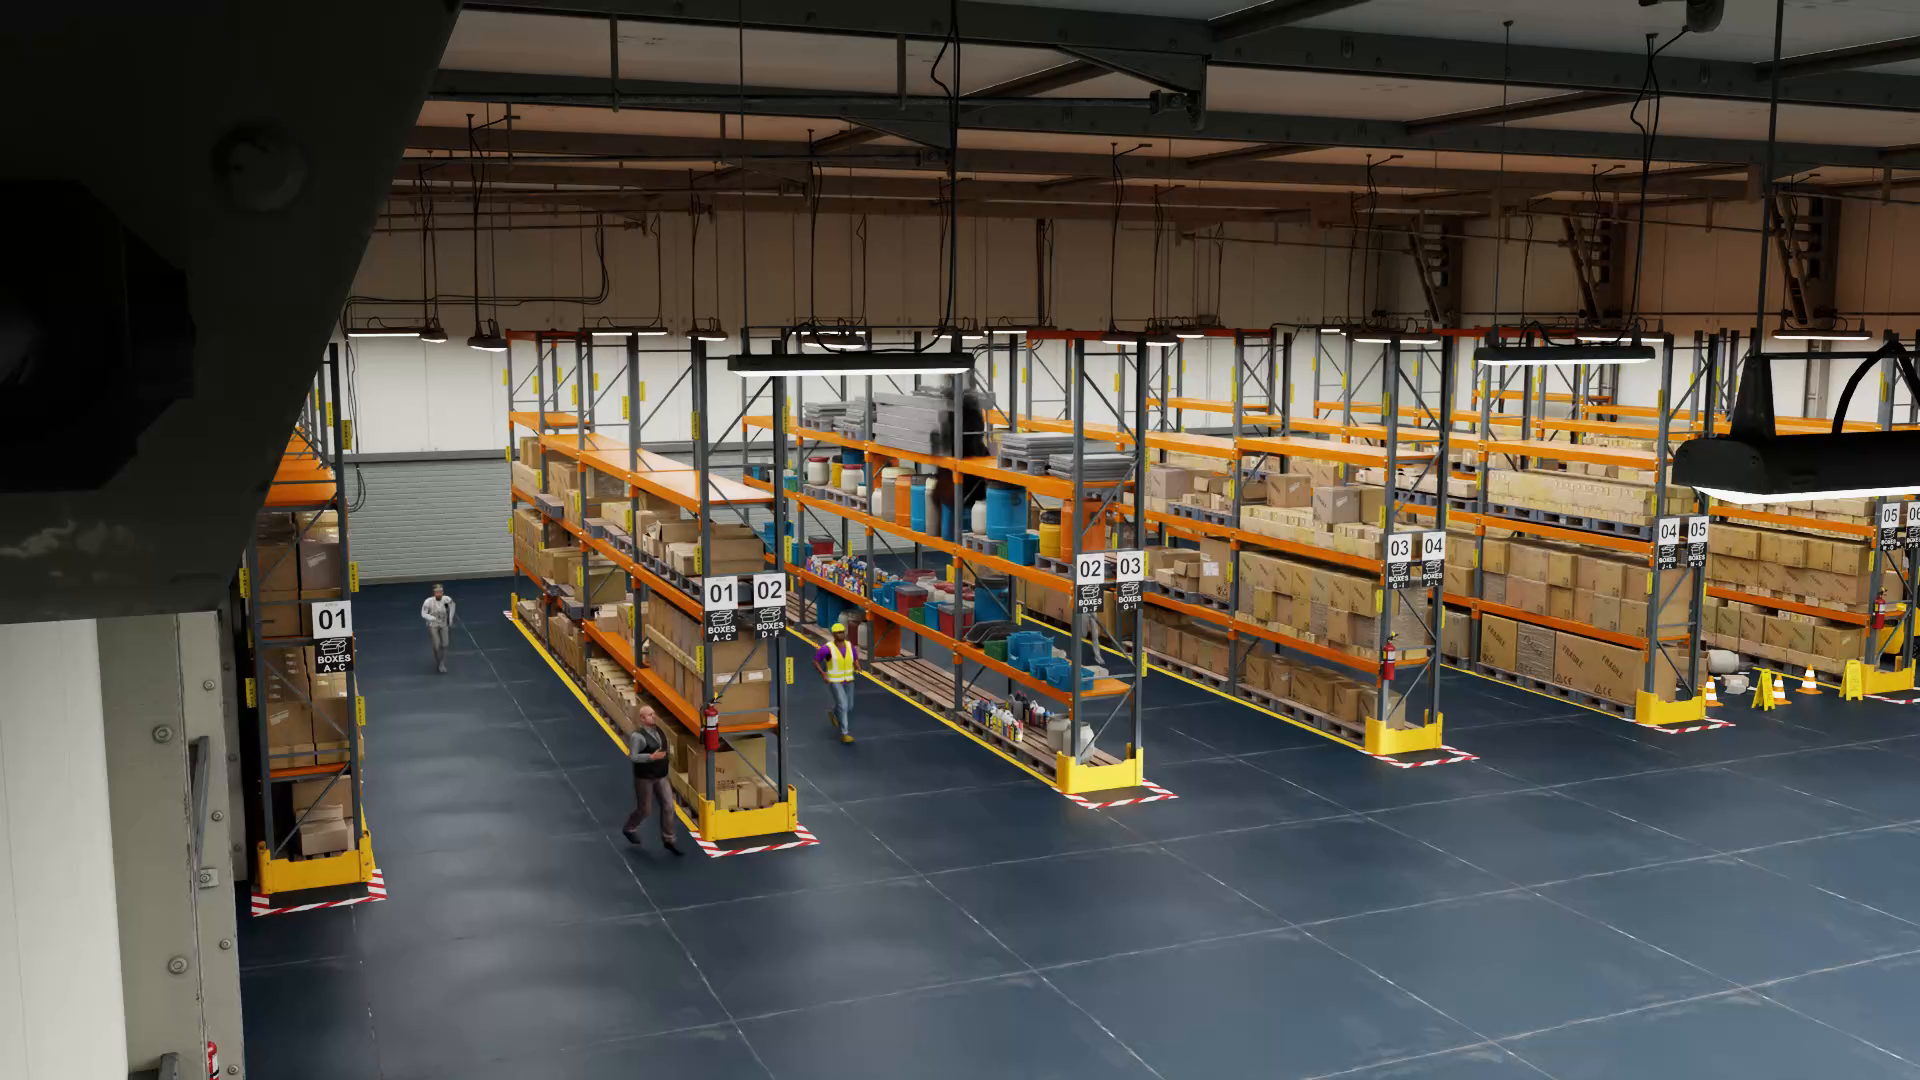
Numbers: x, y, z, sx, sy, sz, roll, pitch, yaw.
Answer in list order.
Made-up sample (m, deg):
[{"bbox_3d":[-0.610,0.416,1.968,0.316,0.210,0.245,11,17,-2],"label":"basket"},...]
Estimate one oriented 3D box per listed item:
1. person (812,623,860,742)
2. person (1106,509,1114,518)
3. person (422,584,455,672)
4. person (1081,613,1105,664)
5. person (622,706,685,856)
[{"bbox_3d":[-1.805,2.103,24.822,0.715,1.741,0.870,-5,9,-34],"label":"person"},{"bbox_3d":[3.481,-0.237,41.806,0.704,1.801,1.060,3,8,24],"label":"person"},{"bbox_3d":[-9.219,1.549,29.460,0.604,1.616,0.671,-3,9,-24],"label":"person"},{"bbox_3d":[2.333,1.359,30.234,0.617,1.684,0.919,-4,9,-29],"label":"person"},{"bbox_3d":[-3.625,2.808,19.538,0.880,1.732,0.656,6,10,36],"label":"person"}]
